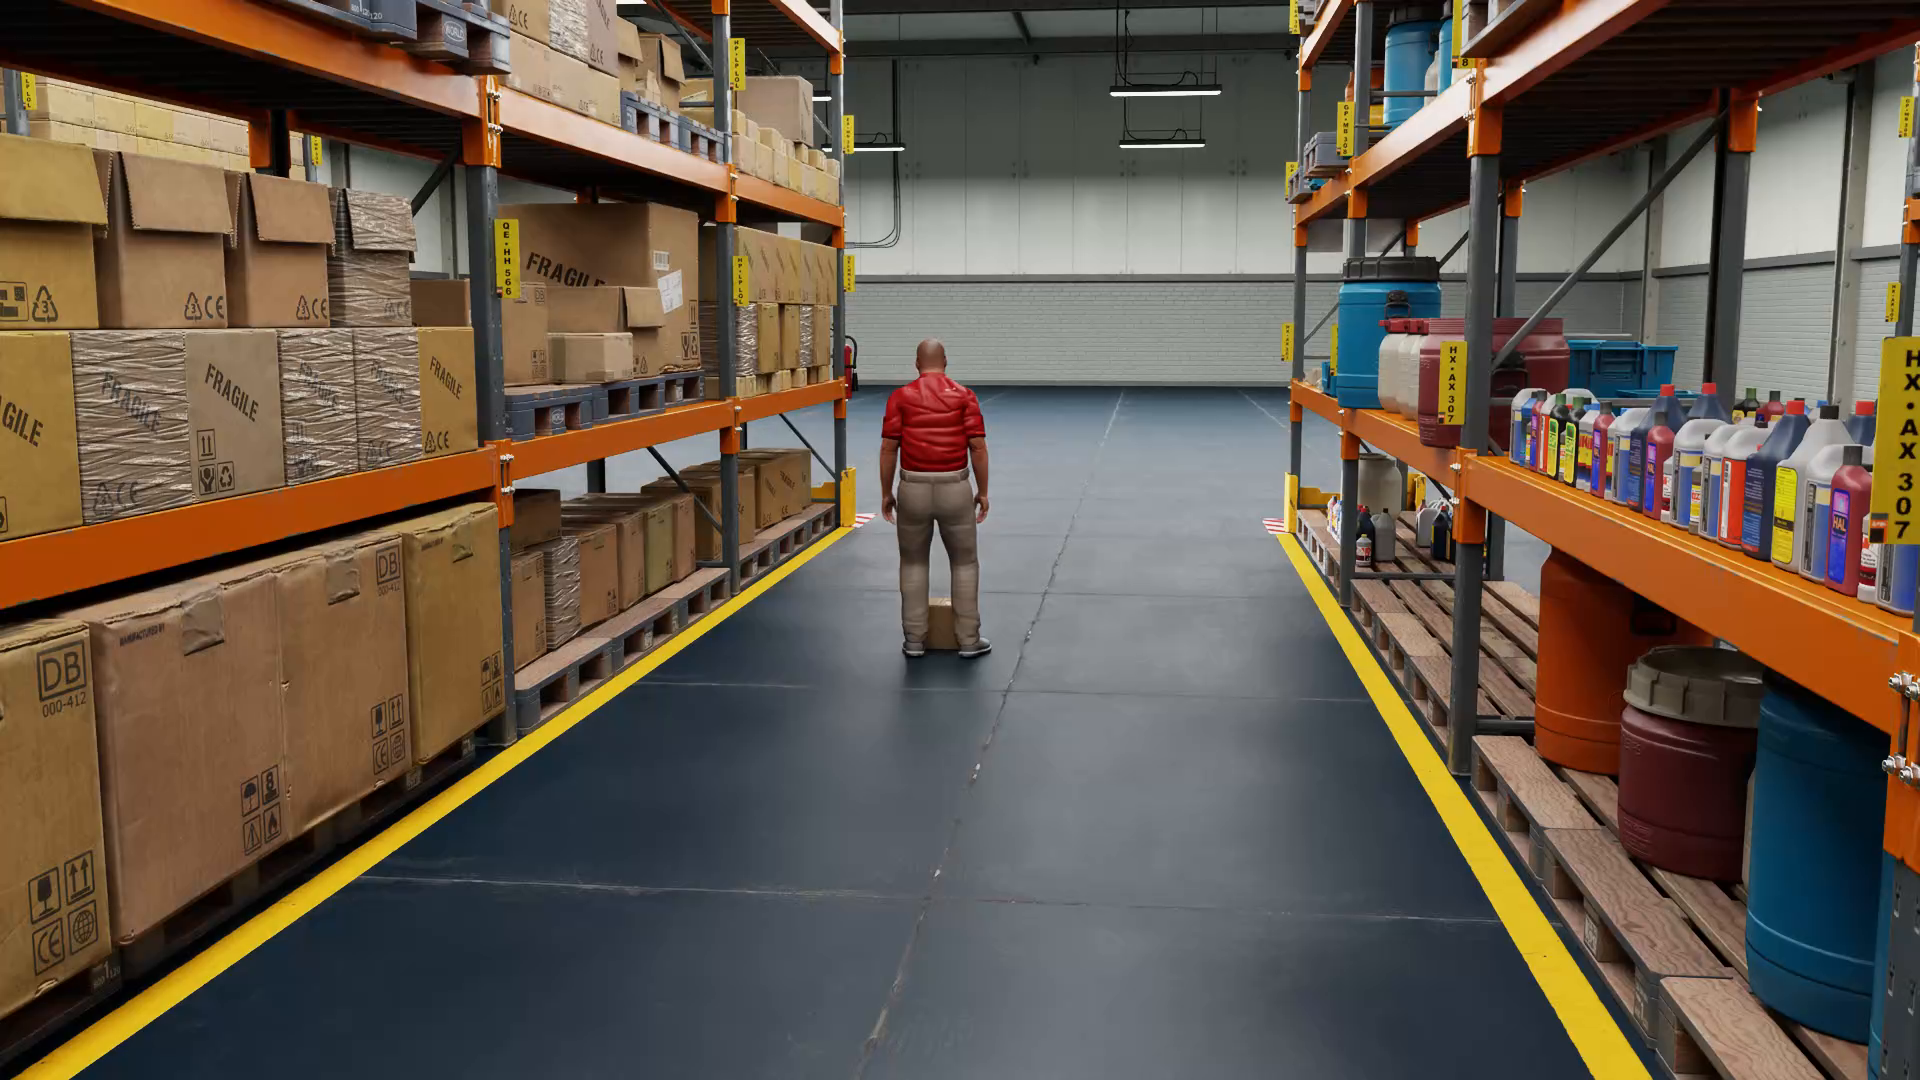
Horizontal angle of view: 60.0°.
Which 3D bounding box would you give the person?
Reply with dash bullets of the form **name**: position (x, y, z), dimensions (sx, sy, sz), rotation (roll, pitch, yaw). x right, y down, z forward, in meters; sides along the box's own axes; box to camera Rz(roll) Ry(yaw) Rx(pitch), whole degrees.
- **person**: position (-0.132, -0.229, 9.067), dimensions (0.606, 1.728, 0.386), rotation (0, 8, 3)
